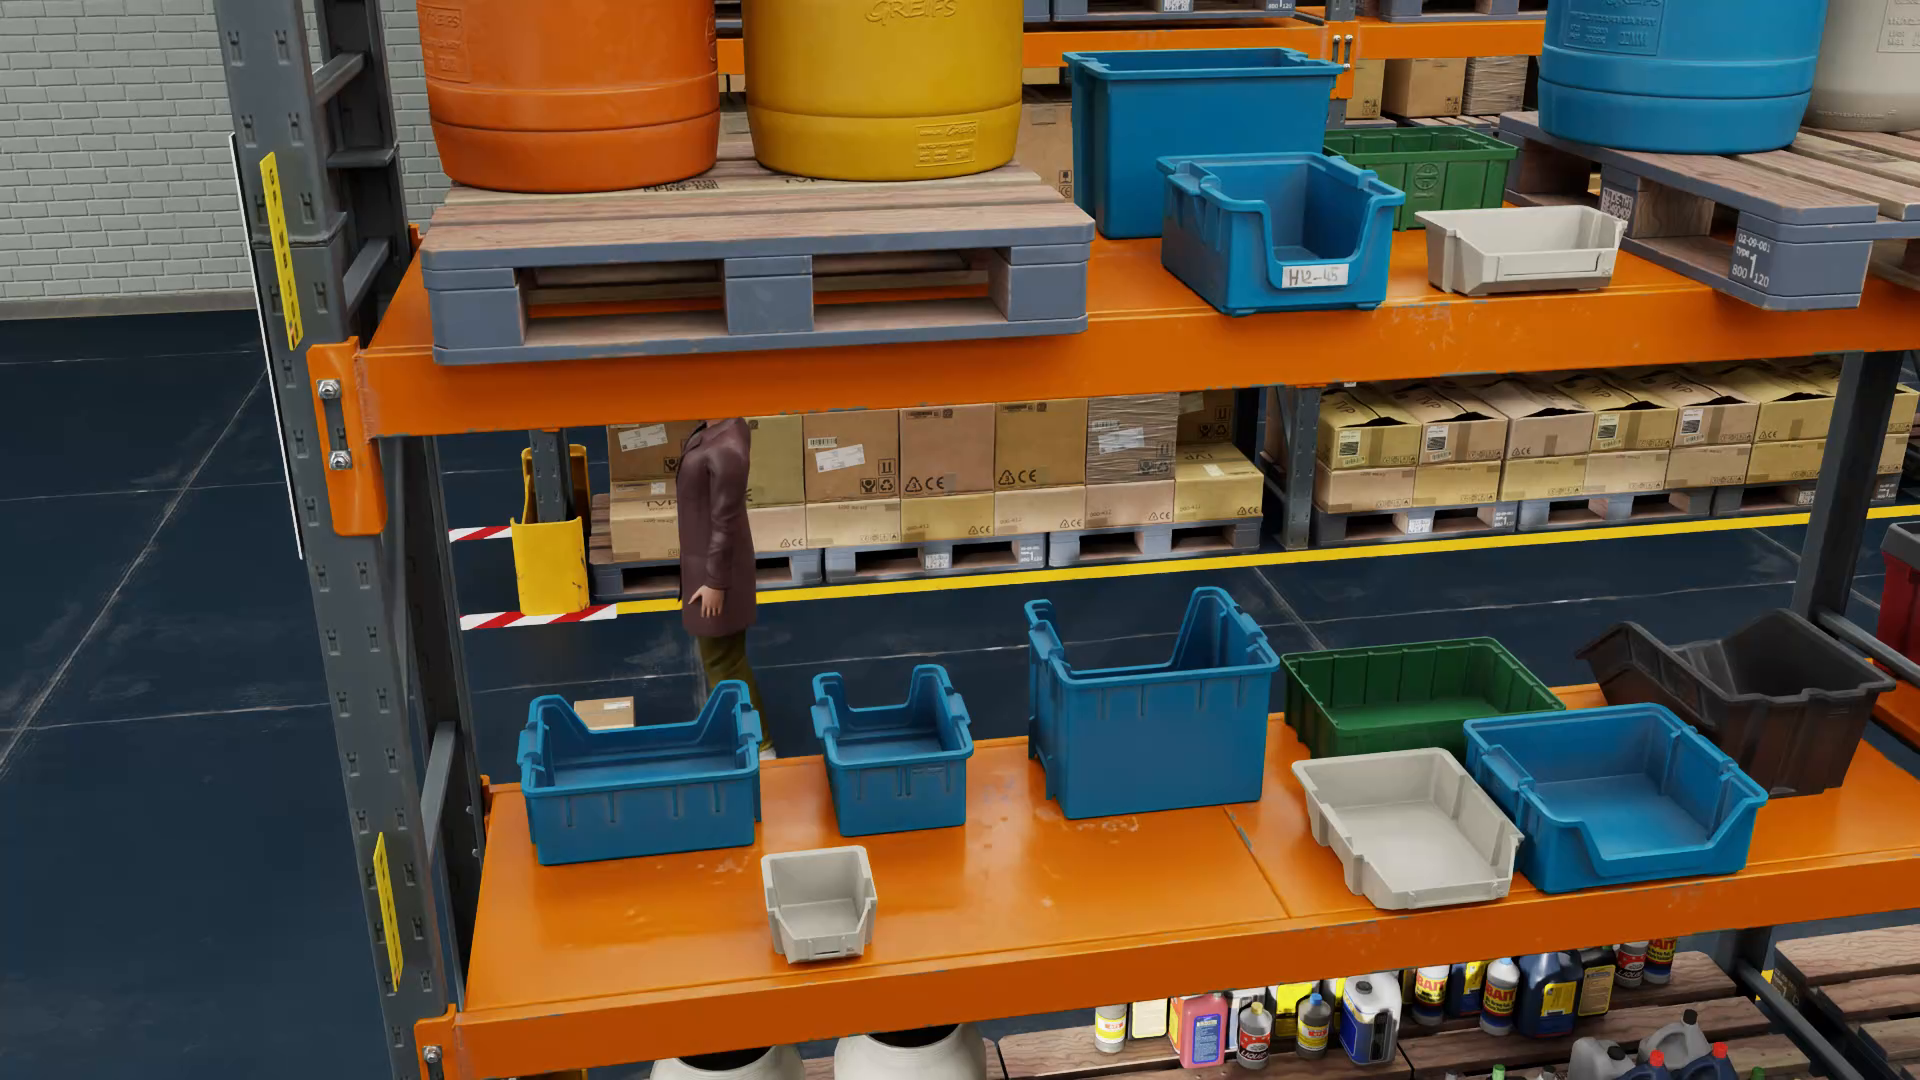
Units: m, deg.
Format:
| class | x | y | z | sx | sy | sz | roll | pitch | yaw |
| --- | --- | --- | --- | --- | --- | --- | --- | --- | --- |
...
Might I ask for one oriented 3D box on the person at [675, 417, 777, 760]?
| class | x | y | z | sx | sy | sz | roll | pitch | yaw |
| --- | --- | --- | --- | --- | --- | --- | --- | --- | --- |
| person | -1.000 | 0.117 | 6.859 | 0.402 | 1.788 | 0.561 | -4 | 23 | -8 |
